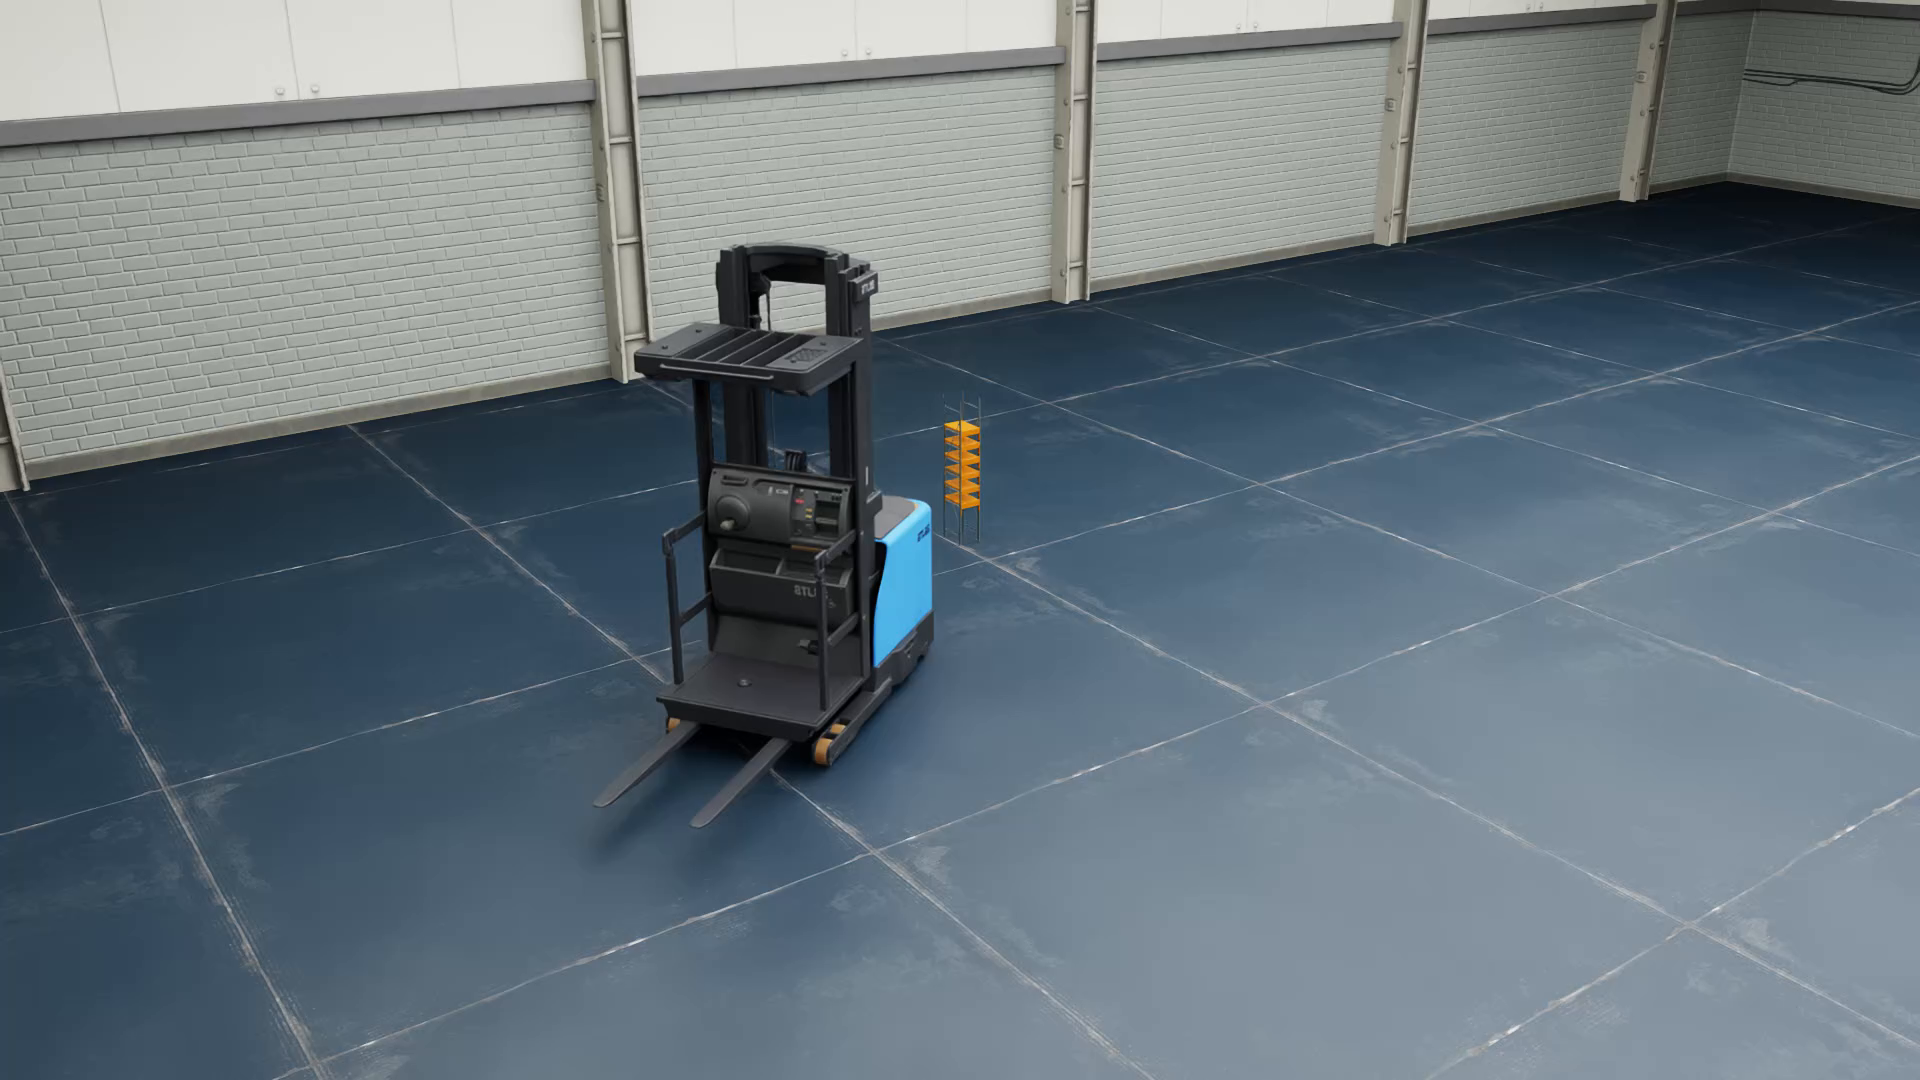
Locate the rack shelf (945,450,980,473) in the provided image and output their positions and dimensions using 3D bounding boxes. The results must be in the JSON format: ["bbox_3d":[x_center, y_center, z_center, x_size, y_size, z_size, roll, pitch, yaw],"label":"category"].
[{"bbox_3d":[0.012,-0.631,13.154,0.180,0.103,0.258,-15,26,-33],"label":"rack shelf"}]

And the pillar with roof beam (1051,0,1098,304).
[{"bbox_3d":[3.904,-5.923,16.098,0.400,9.000,9.100,-15,26,-33],"label":"pillar with roof beam"}]

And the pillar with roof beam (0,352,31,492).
[{"bbox_3d":[-5.837,-3.326,9.589,0.400,9.000,9.100,-15,26,-33],"label":"pillar with roof beam"}]

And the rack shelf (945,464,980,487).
[{"bbox_3d":[0.012,-0.519,13.198,0.180,0.103,0.258,-15,26,-33],"label":"rack shelf"}]

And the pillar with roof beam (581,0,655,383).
[{"bbox_3d":[-0.967,-4.624,12.843,0.400,9.000,9.100,-15,26,-33],"label":"pillar with roof beam"}]

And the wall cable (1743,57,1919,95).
[{"bbox_3d":[14.294,-8.613,27.029,0.112,2.526,3.097,-15,26,-33],"label":"wall cable"}]

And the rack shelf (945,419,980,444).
[{"bbox_3d":[0.012,-0.853,13.065,0.180,0.103,0.258,-15,26,-33],"label":"rack shelf"}]

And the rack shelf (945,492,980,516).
[{"bbox_3d":[0.012,-0.296,13.287,0.180,0.103,0.258,-15,26,-33],"label":"rack shelf"}]

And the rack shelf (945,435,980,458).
[{"bbox_3d":[0.012,-0.742,13.109,0.180,0.103,0.258,-15,26,-33],"label":"rack shelf"}]

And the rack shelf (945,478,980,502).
[{"bbox_3d":[0.012,-0.408,13.243,0.180,0.103,0.258,-15,26,-33],"label":"rack shelf"}]

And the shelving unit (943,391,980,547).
[{"bbox_3d":[0.012,-0.560,13.182,0.189,1.200,0.258,-15,26,-33],"label":"shelving unit"}]

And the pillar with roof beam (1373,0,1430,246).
[{"bbox_3d":[8.774,-7.222,19.352,0.400,9.000,9.100,-15,26,-33],"label":"pillar with roof beam"}]

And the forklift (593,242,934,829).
[{"bbox_3d":[-1.173,-0.176,9.884,1.130,2.935,3.031,8,23,19],"label":"forklift"}]

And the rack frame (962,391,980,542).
[{"bbox_3d":[0.086,-0.580,13.231,0.006,1.200,0.240,-15,26,-33],"label":"rack frame"}]

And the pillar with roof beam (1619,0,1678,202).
[{"bbox_3d":[13.645,-8.520,22.607,0.400,9.000,9.100,-15,26,-33],"label":"pillar with roof beam"}]

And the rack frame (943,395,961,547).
[{"bbox_3d":[-0.063,-0.541,13.132,0.006,1.200,0.240,-15,26,-33],"label":"rack frame"}]
